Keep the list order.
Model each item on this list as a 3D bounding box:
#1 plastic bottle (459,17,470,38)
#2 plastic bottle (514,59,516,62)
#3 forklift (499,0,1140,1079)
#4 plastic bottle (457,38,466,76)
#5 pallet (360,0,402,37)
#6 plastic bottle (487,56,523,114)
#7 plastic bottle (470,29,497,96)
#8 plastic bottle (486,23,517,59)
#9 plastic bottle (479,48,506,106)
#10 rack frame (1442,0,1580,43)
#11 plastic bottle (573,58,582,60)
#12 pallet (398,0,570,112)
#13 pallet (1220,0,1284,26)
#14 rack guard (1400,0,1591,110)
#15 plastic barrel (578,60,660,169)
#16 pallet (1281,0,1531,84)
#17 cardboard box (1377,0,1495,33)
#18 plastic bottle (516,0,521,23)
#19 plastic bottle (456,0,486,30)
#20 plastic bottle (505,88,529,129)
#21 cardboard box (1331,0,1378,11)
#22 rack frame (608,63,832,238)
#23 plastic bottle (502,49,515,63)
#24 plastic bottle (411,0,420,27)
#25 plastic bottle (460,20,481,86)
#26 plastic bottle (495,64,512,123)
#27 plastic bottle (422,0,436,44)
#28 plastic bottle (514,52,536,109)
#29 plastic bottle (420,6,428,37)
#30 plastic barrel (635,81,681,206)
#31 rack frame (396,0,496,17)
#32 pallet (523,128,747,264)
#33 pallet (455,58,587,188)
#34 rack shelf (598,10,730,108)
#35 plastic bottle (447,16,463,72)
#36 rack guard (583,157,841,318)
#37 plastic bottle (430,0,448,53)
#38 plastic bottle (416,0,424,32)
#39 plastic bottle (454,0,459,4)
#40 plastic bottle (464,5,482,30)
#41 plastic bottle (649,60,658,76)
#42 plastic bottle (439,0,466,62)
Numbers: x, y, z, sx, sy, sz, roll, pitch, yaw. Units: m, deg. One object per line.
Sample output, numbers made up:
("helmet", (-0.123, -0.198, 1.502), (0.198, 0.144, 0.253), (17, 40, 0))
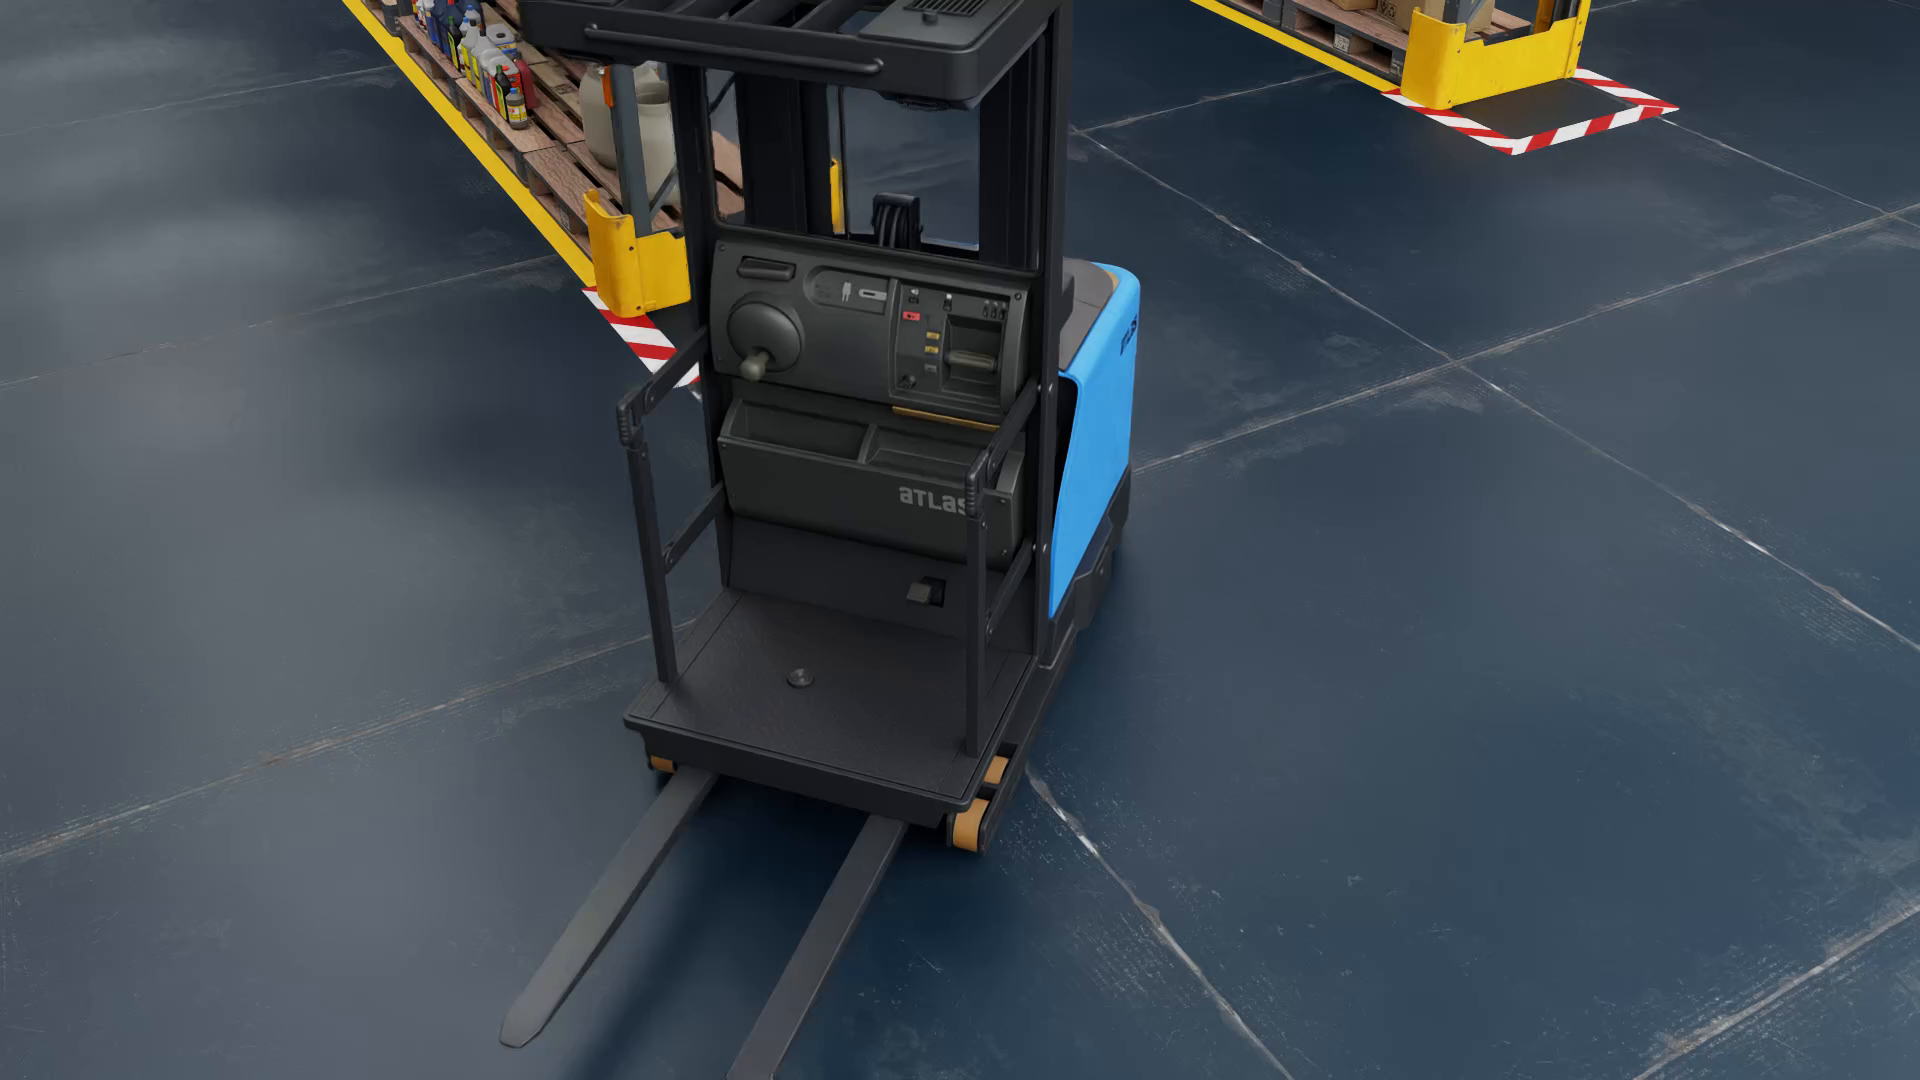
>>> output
("plastic bottle", (-2.825, -2.874, 9.582), (0.097, 0.271, 0.097), (0, 36, 0))
("plastic bottle", (-2.439, -2.562, 9.214), (0.097, 0.201, 0.097), (0, 36, 0))
("forklift", (-0.336, -0.526, 4.485), (1.130, 2.935, 3.031), (12, 38, 16))
("plastic bottle", (-2.810, -2.759, 9.483), (0.097, 0.201, 0.097), (0, 36, 0))
("pallet", (-3.501, -3.756, 11.214), (1.003, 0.211, 1.213), (-19, 40, -24))
("plastic bottle", (-2.468, -2.474, 9.031), (0.152, 0.276, 0.135), (-19, 40, -24))
("plastic bottle", (-2.625, -2.659, 9.220), (0.144, 0.351, 0.185), (-17, 40, -22))
("plastic bottle", (-2.603, -2.780, 9.449), (0.152, 0.276, 0.135), (-19, 40, -24))
("plastic bottle", (-2.538, -2.545, 9.128), (0.152, 0.276, 0.135), (-20, 41, -25))
("rack frame", (3.219, -3.921, 9.075), (1.000, 3.000, 0.127), (-19, 40, -24))
("plastic bottle", (-2.255, -2.952, 9.679), (0.061, 0.283, 0.133), (-19, 40, -24))
("pallet", (-2.772, -3.012, 10.195), (1.003, 0.211, 1.213), (-19, 40, -24))
("pallet", (2.194, -3.880, 11.383), (1.003, 0.211, 1.213), (-19, 40, -24))
("rack guard", (3.181, -2.950, 9.866), (1.175, 0.500, 0.348), (-19, 40, -24))
("plastic barrel", (-1.712, -2.187, 8.454), (0.421, 0.512, 0.421), (0, 36, 0))
("pallet", (2.803, -3.258, 10.532), (1.003, 0.211, 1.213), (-19, 40, -24))
("cardboard box", (2.920, -3.405, 10.132), (0.500, 0.500, 0.500), (-12, 38, -16))
("plastic bottle", (-2.625, -3.315, 10.119), (0.144, 0.351, 0.185), (-19, 40, -24))
("plastic bottle", (-2.902, -3.109, 9.837), (0.144, 0.351, 0.185), (-19, 40, -24))
("plastic bottle", (-2.365, -2.308, 8.866), (0.097, 0.201, 0.097), (0, 36, 0))
("cardboard box", (2.590, -3.699, 10.535), (0.500, 0.500, 0.500), (-9, 37, -12))
("rack frame", (-1.064, -2.453, 7.066), (1.000, 3.000, 0.127), (-19, 40, -24))
("plastic bottle", (-2.542, -2.656, 9.343), (0.097, 0.201, 0.097), (0, 36, 0))
("plastic bottle", (-3.292, -3.277, 10.133), (0.097, 0.271, 0.097), (0, 36, 0))
("plastic bottle", (-2.718, -2.754, 9.350), (0.144, 0.351, 0.185), (-19, 40, -24))
("plastic bottle", (-2.440, -2.395, 8.916), (0.061, 0.283, 0.133), (-18, 40, -23))
("plastic bottle", (-3.106, -3.122, 9.917), (0.152, 0.276, 0.135), (-17, 40, -22))
("plastic bottle", (-2.376, -2.509, 9.072), (0.061, 0.283, 0.133), (-19, 40, -24))
("plastic bottle", (-3.190, -3.145, 10.012), (0.097, 0.201, 0.097), (0, 36, 0))
("plastic barrel", (-1.460, -1.931, 8.104), (0.421, 0.512, 0.421), (0, 36, 0))
("rack frame", (-3.073, -4.493, 9.859), (1.000, 3.000, 0.127), (-19, 40, -24))
("pallet", (-1.546, -1.768, 8.492), (1.003, 0.211, 1.213), (-19, 40, -24))
("pallet", (-2.155, -2.389, 9.343), (1.003, 0.211, 1.213), (-19, 40, -24))
("rack shelf", (-2.068, -3.183, 8.675), (1.077, 0.370, 4.000), (-19, 40, -24))
("plastic bottle", (-2.885, -2.847, 9.534), (0.061, 0.283, 0.133), (-17, 39, -22))
("rack guard", (-1.142, -1.469, 7.837), (1.175, 0.500, 0.348), (-19, 40, -24))
("plastic bottle", (-3.026, -3.067, 9.778), (0.144, 0.351, 0.185), (-18, 40, -23))
("plastic bottle", (-3.241, -3.197, 10.083), (0.097, 0.201, 0.097), (0, 36, 0))
("plastic bottle", (-3.014, -3.157, 9.959), (0.061, 0.283, 0.133), (-19, 40, -24))
("plastic bottle", (-2.849, -2.996, 9.750), (0.097, 0.271, 0.097), (0, 36, 0))
("plastic bottle", (-1.705, -2.546, 9.133), (0.097, 0.271, 0.097), (0, 36, 0))
("plastic bottle", (-2.932, -2.970, 9.647), (0.144, 0.351, 0.185), (-21, 41, -26))
